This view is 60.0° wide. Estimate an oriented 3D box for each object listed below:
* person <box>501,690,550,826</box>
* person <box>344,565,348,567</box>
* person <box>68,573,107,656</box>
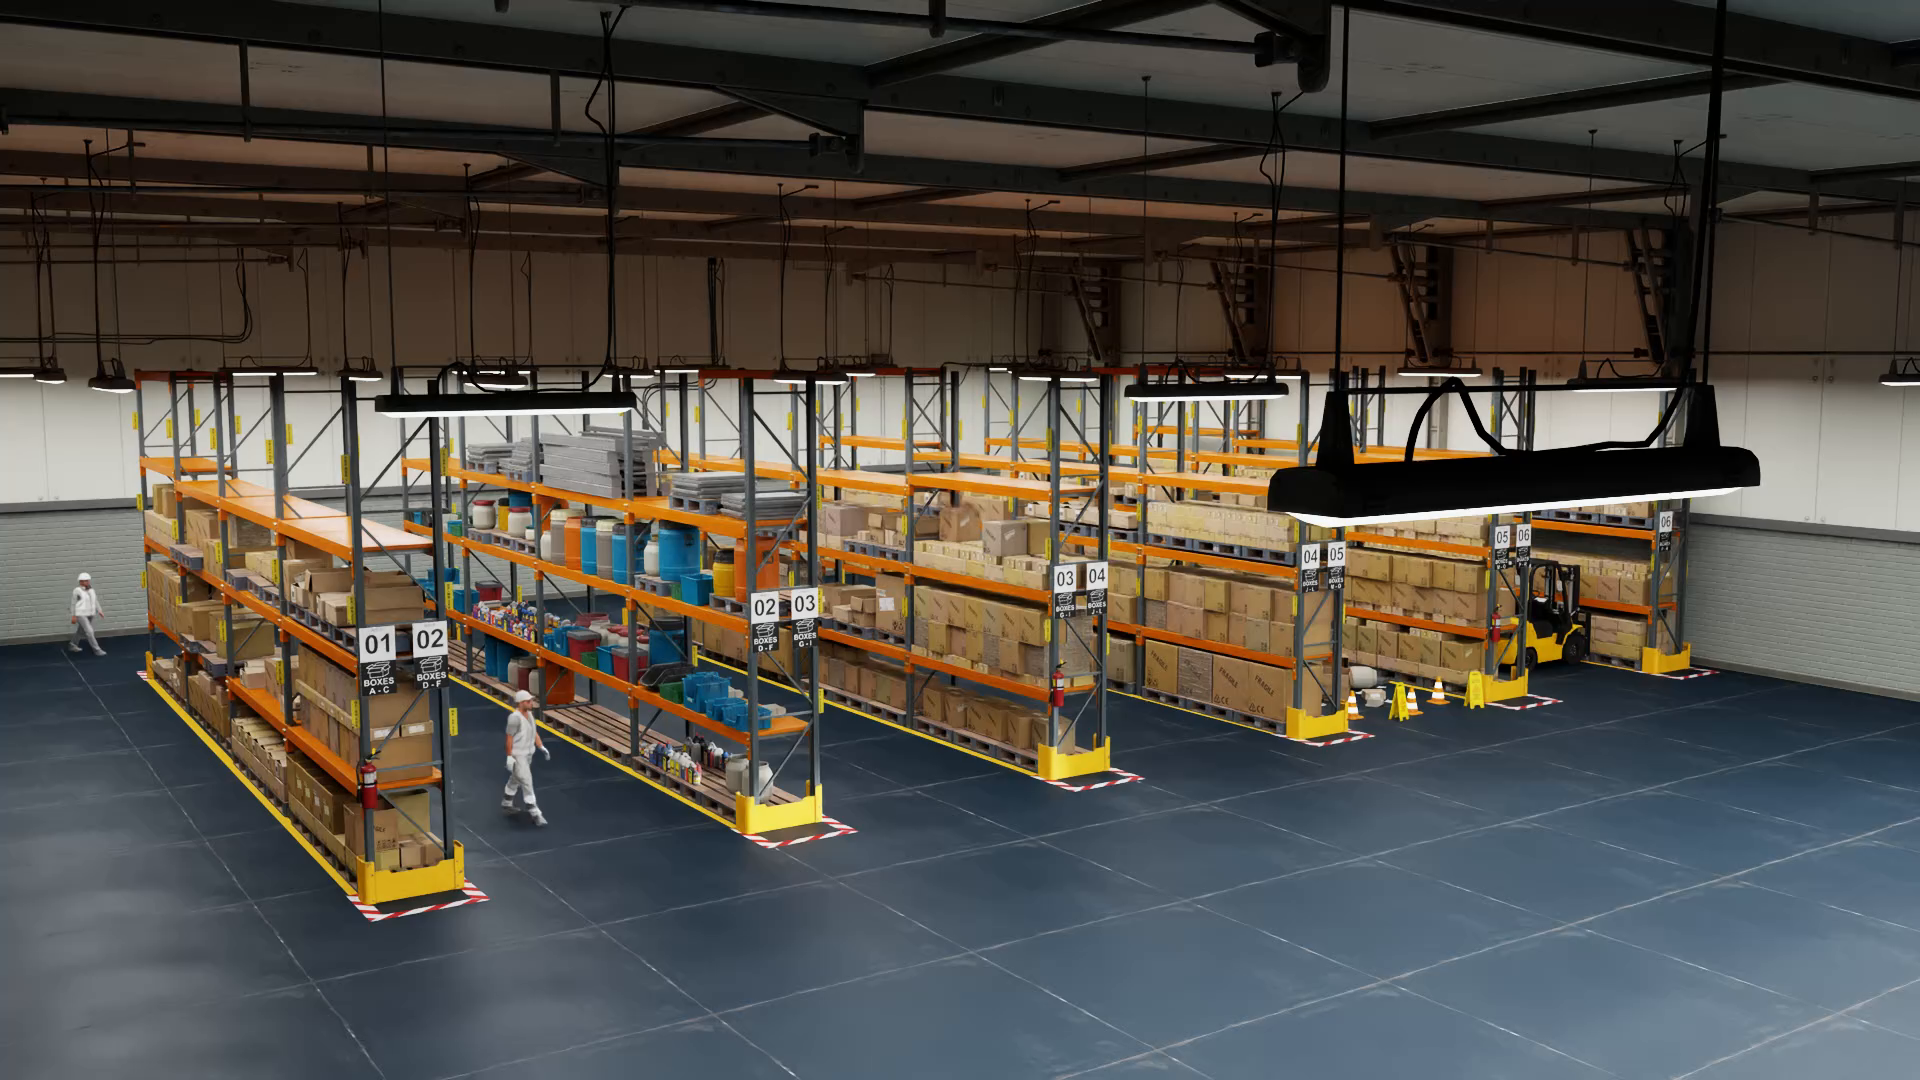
[{"bbox_3d":[-5.891,2.912,22.529,0.959,1.770,0.634,3,7,26],"label":"person"},{"bbox_3d":[-13.100,1.424,35.494,0.489,1.783,0.591,-5,8,-37],"label":"person"},{"bbox_3d":[-18.247,1.537,34.728,1.103,1.705,0.562,2,7,14],"label":"person"}]
